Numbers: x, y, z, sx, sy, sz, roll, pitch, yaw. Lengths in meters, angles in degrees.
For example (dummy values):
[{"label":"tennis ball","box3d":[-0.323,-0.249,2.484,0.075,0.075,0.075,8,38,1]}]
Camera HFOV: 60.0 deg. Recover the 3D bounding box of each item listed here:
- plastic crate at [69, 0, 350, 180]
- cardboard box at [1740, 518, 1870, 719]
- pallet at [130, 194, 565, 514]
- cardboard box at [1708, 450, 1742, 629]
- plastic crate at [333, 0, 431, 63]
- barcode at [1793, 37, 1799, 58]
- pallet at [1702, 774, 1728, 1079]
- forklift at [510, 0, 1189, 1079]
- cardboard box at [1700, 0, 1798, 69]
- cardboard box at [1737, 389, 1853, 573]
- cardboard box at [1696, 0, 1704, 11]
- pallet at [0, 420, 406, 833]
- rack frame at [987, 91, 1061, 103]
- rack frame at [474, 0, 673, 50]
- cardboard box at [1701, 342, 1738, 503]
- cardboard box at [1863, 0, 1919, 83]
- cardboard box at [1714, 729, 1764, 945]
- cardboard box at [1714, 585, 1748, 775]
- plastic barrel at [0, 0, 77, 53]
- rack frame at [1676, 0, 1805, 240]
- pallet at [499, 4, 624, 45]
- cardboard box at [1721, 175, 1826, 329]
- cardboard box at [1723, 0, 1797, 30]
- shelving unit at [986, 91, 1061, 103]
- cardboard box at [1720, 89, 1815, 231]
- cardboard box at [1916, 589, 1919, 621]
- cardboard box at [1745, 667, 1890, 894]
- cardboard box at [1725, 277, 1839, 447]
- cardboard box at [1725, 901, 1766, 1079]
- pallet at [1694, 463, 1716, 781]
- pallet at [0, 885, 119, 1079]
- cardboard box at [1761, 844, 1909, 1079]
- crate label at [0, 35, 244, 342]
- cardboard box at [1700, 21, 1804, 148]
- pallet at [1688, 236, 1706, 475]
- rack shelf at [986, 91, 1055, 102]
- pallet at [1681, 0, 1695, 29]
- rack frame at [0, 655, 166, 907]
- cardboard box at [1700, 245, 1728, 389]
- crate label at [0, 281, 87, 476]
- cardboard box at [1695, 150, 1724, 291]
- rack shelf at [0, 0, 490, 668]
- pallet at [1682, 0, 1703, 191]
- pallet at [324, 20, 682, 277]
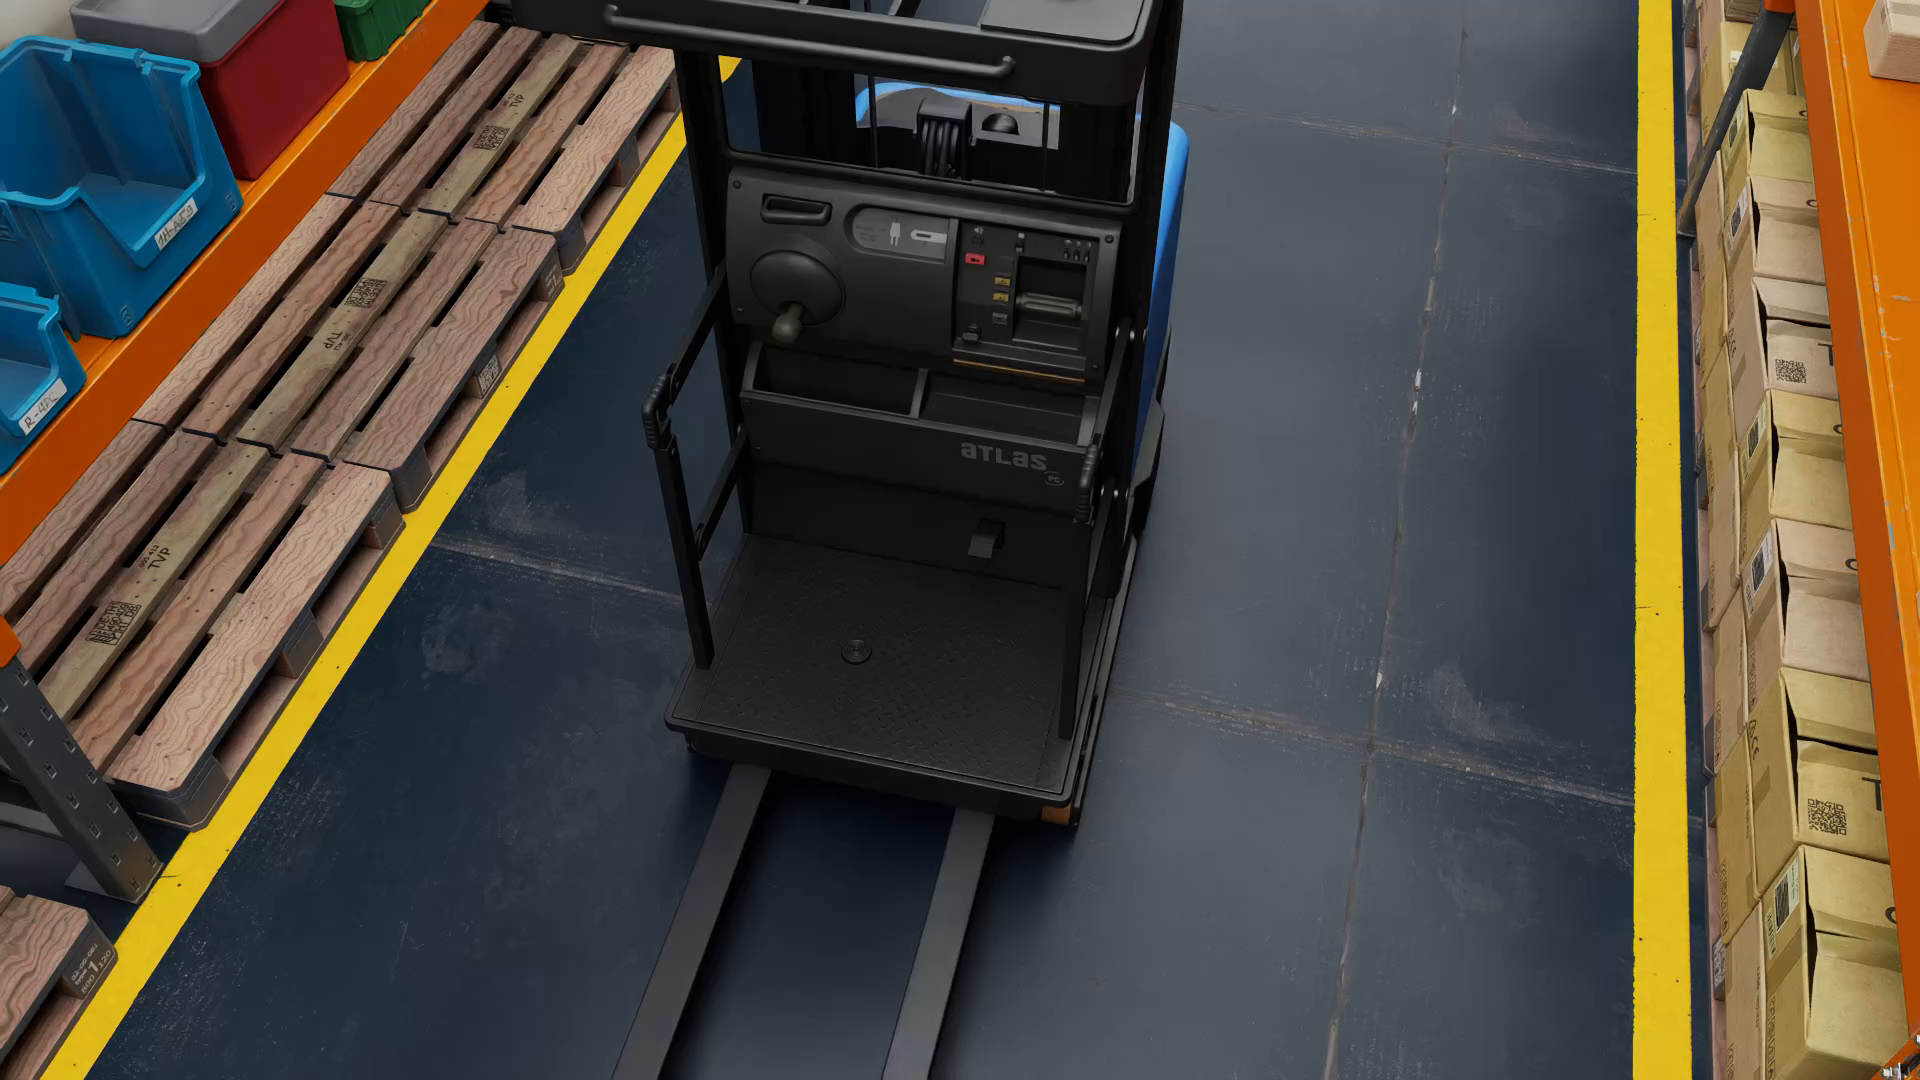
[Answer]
[{"label":"plastic crate","box3d":[-1.916,-1.298,4.352,0.402,0.464,0.583,12,50,10]},{"label":"cardboard box","box3d":[2.307,0.228,4.228,0.500,0.311,0.500,11,50,10]},{"label":"pallet","box3d":[-2.072,-0.678,5.707,1.003,0.211,1.213,12,50,10]},{"label":"cardboard box","box3d":[2.444,0.045,4.764,0.500,0.250,0.500,12,50,11]},{"label":"plastic crate","box3d":[-1.770,-1.676,4.870,0.450,0.188,0.662,12,50,10]},{"label":"barcode","box3d":[2.725,-1.615,5.408,0.001,0.075,0.075,12,50,10]},{"label":"pallet","box3d":[2.395,1.147,4.097,1.003,0.211,1.213,12,50,10]},{"label":"forklift","box3d":[-0.144,-0.513,3.747,1.130,2.935,3.031,10,49,9]},{"label":"cardboard box","box3d":[3.246,-2.049,6.611,0.500,0.250,0.500,12,50,10]},{"label":"cardboard box","box3d":[2.441,-0.134,4.547,0.500,0.311,0.500,13,50,11]},{"label":"cardboard box","box3d":[3.364,-2.413,6.933,0.500,0.250,0.500,12,50,10]},{"label":"pallet","box3d":[-2.395,0.202,4.931,1.003,0.211,1.213,12,50,10]},{"label":"rack frame","box3d":[0.200,-1.065,5.389,0.240,1.200,0.015,10,49,9]},{"label":"rack frame","box3d":[-1.584,-3.061,5.951,1.000,3.000,0.127,12,50,10]},{"label":"cardboard box","box3d":[2.579,-0.323,5.088,0.500,0.250,0.500,10,49,9]},{"label":"cardboard box","box3d":[2.763,-1.398,4.650,0.380,0.149,0.250,12,50,10]},{"label":"cardboard box","box3d":[2.176,0.781,4.114,0.500,0.250,0.500,11,49,10]},{"label":"cardboard box","box3d":[2.312,0.418,4.435,0.500,0.250,0.500,13,50,11]},{"label":"plastic barrel","box3d":[-2.461,-1.296,4.319,0.421,0.512,0.421,0,49,0]},{"label":"rack frame","box3d":[3.194,-2.081,5.086,1.000,3.000,0.127,12,50,10]},{"label":"pallet","box3d":[-1.367,-2.616,7.418,1.003,0.211,1.213,12,50,10]},{"label":"cardboard box","box3d":[2.708,-0.885,5.210,0.500,0.311,0.500,11,49,10]},{"label":"cardboard box","box3d":[3.248,-2.296,6.330,0.500,0.500,0.500,12,50,10]},{"label":"shelving unit","box3d":[0.256,-1.243,5.547,0.258,1.200,0.503,10,49,9]},{"label":"cardboard box","box3d":[2.845,-1.246,5.529,0.500,0.311,0.500,12,50,10]},{"label":"cardboard box","box3d":[2.111,0.190,3.249,0.380,0.149,0.250,12,50,10]},{"label":"cardboard box","box3d":[2.172,0.593,3.906,0.500,0.311,0.500,11,49,9]},{"label":"cardboard box","box3d":[2.573,-0.511,4.880,0.500,0.311,0.500,10,49,9]},{"label":"cardboard box","box3d":[2.044,1.154,3.785,0.500,0.250,0.500,13,50,11]},{"label":"pallet","box3d":[2.718,0.267,4.873,1.003,0.211,1.213,12,50,10]},{"label":"pallet","box3d":[-2.804,1.333,3.933,1.003,0.211,1.213,12,50,10]},{"label":"cardboard box","box3d":[2.041,0.970,3.573,0.500,0.311,0.500,13,50,11]},{"label":"crate label","box3d":[-2.114,-0.845,3.972,0.502,0.435,0.616,12,50,10]},{"label":"cardboard box","box3d":[3.105,-1.689,6.294,0.500,0.250,0.500,12,50,10]},{"label":"pallet","box3d":[3.038,-0.618,5.655,1.003,0.211,1.213,12,50,10]},{"label":"rack shelf","box3d":[0.256,-1.503,5.252,0.258,0.148,0.480,10,49,9]},{"label":"pallet","box3d":[3.763,-2.611,7.413,1.003,0.211,1.213,12,50,10]},{"label":"rack frame","box3d":[-2.637,-0.168,3.398,1.000,3.000,0.127,12,50,10]},{"label":"cardboard box","box3d":[2.713,-0.698,5.419,0.500,0.250,0.500,13,50,11]},{"label":"crate label","box3d":[-2.164,-0.344,3.664,0.303,0.233,0.416,12,50,10]},{"label":"cardboard box","box3d":[2.849,-1.068,5.745,0.500,0.250,0.500,10,49,9]},{"label":"rack shelf","box3d":[-2.110,-1.377,4.944,1.077,0.370,4.000,12,50,10]},{"label":"pallet","box3d":[3.444,-1.726,6.632,1.003,0.211,1.213,12,50,10]},{"label":"pallet","box3d":[-1.753,-1.563,6.489,1.003,0.211,1.213,12,50,10]}]
